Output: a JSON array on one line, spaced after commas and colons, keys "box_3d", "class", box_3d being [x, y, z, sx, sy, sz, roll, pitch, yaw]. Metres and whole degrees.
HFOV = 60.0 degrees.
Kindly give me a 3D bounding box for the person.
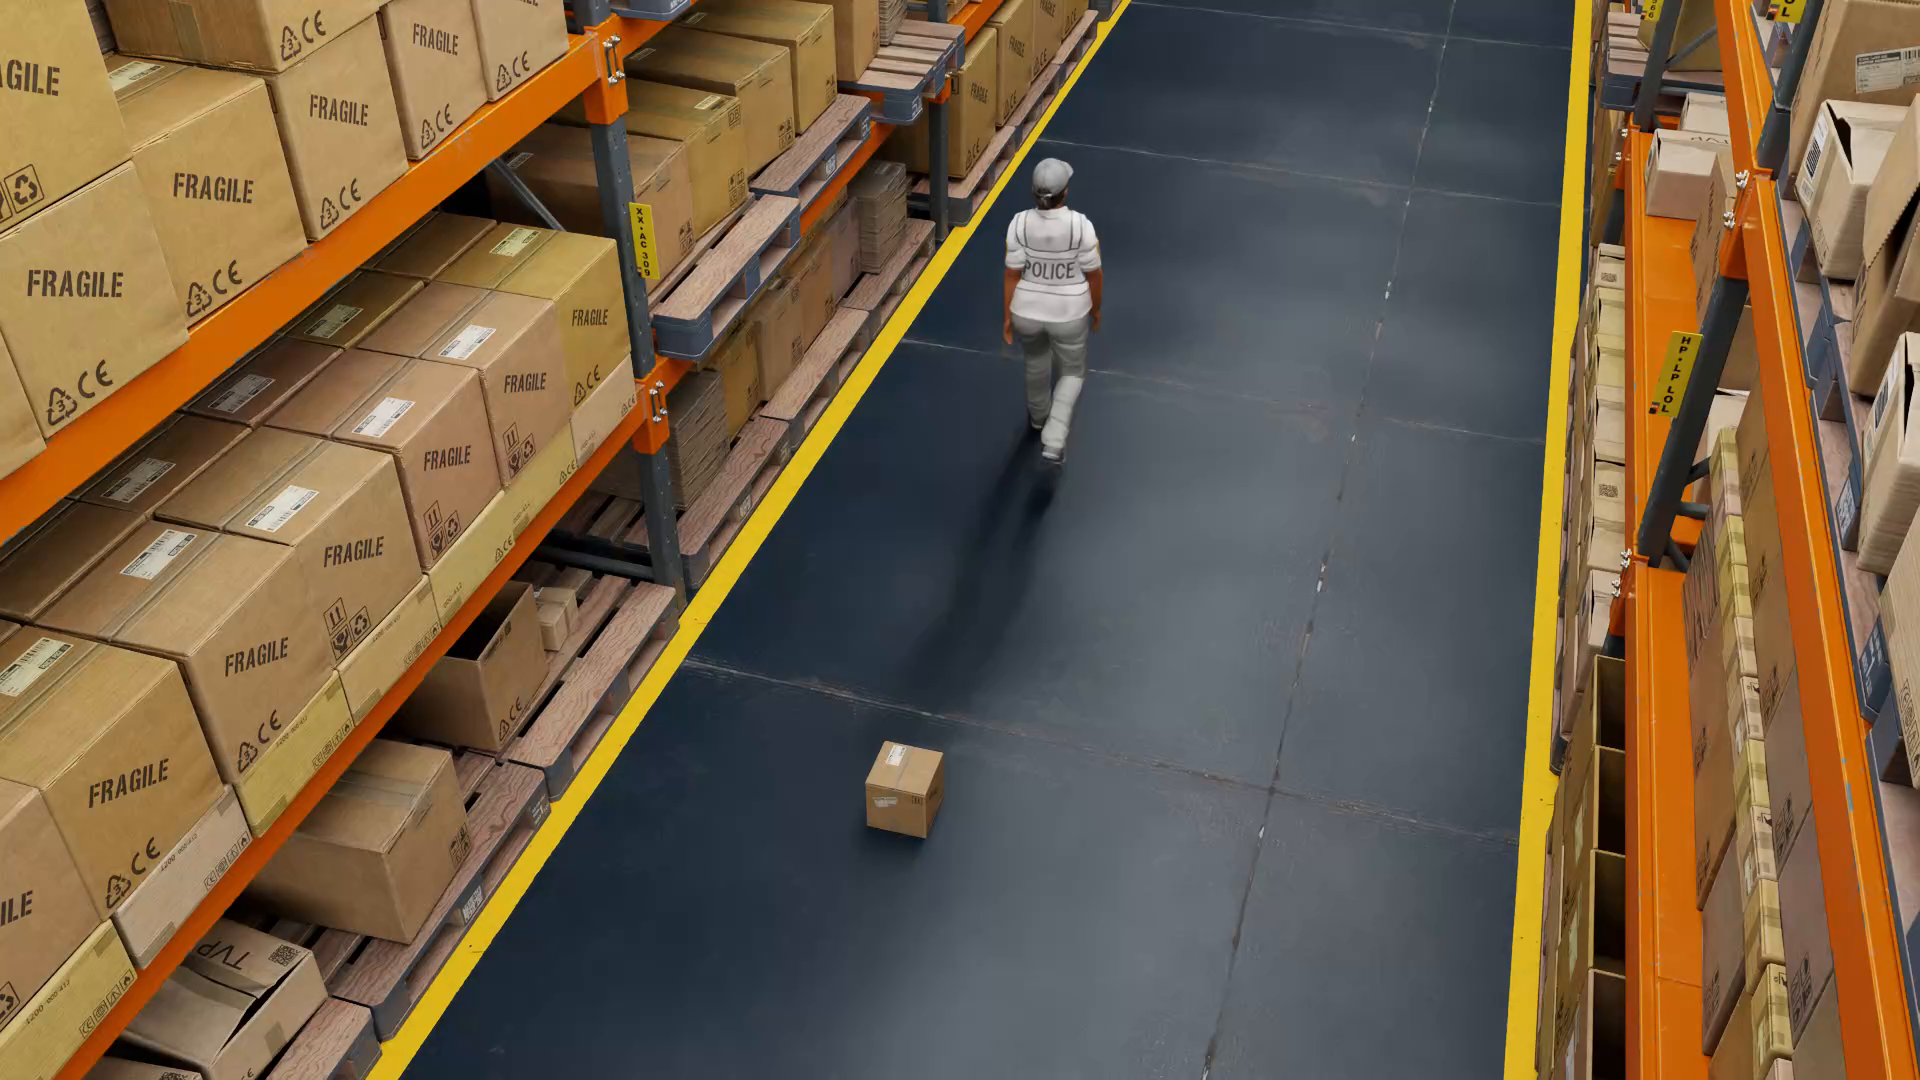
[{"box_3d": [0.459, -1.153, 8.389, 0.497, 1.625, 0.863, 8, 38, 10], "class": "person"}]
